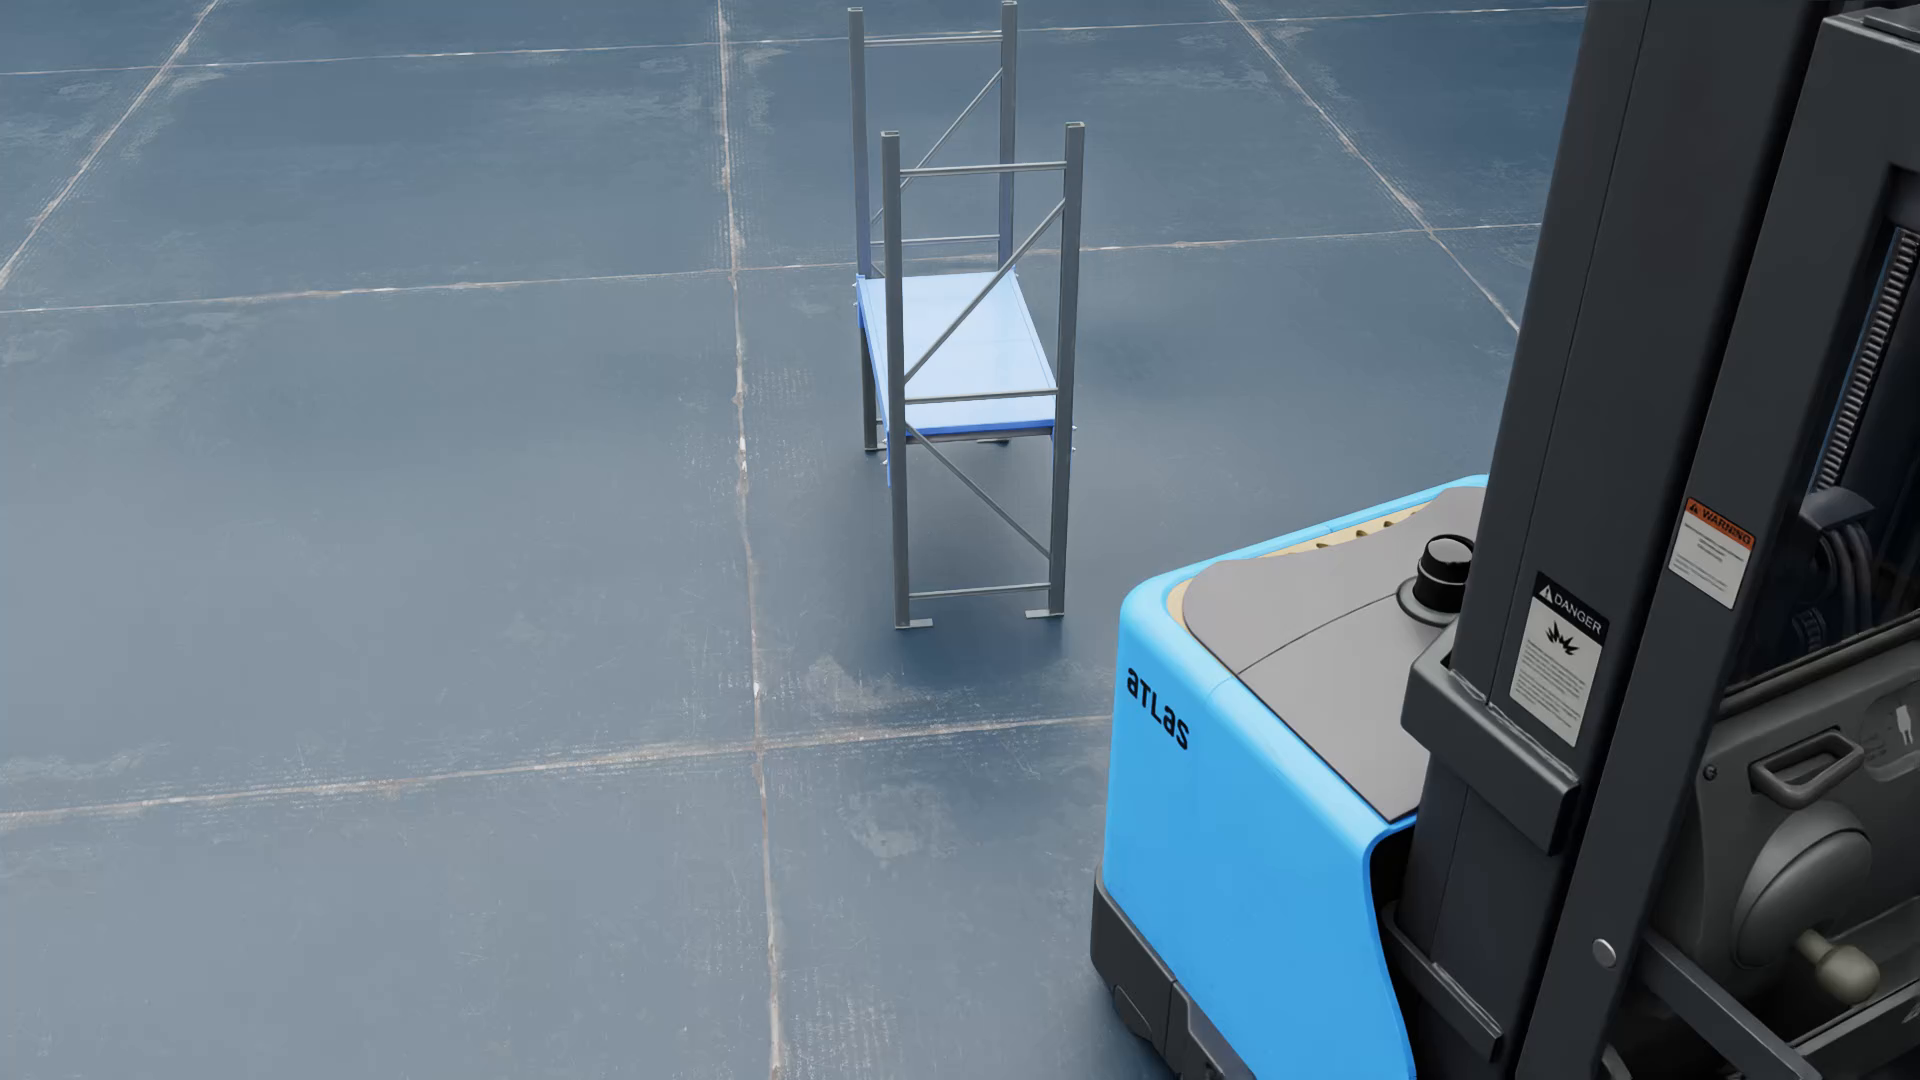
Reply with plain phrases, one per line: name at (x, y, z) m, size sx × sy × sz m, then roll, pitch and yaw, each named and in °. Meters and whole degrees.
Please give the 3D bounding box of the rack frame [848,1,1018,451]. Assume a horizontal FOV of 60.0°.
rack frame at (-0.080, -0.951, 5.314) m, size 0.500 × 1.500 × 0.032 m, roll -4°, pitch 35°, yaw -6°

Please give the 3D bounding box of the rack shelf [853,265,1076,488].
rack shelf at (-0.011, -0.519, 4.999) m, size 0.538 × 0.185 × 1.000 m, roll -4°, pitch 35°, yaw -6°

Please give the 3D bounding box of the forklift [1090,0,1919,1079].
forklift at (1.421, 0.375, 2.096) m, size 1.130 × 2.935 × 3.031 m, roll -16°, pitch 38°, yaw -22°

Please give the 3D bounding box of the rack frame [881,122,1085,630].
rack frame at (0.057, -0.384, 4.481) m, size 0.500 × 1.500 × 0.032 m, roll -4°, pitch 35°, yaw -6°

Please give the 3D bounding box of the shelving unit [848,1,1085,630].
shelving unit at (-0.011, -0.667, 4.897) m, size 0.538 × 1.500 × 1.048 m, roll -4°, pitch 35°, yaw -6°
